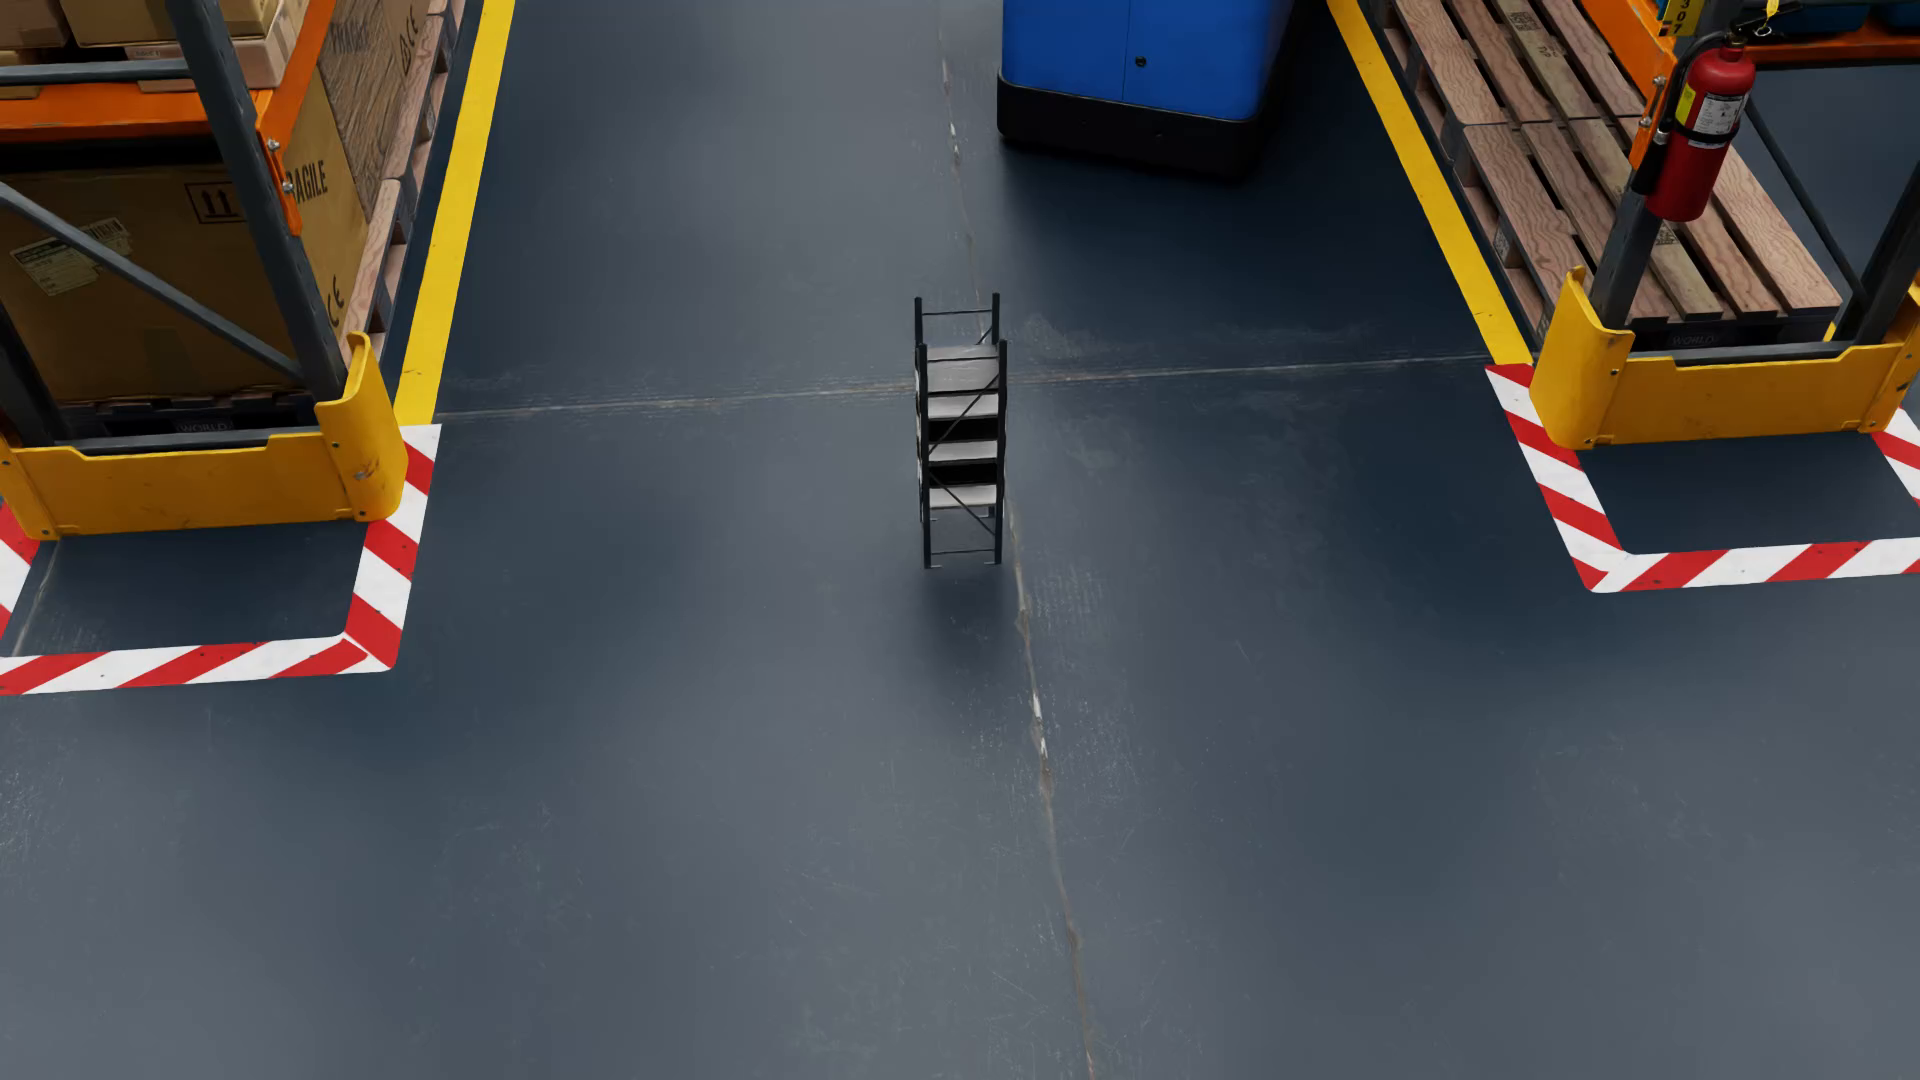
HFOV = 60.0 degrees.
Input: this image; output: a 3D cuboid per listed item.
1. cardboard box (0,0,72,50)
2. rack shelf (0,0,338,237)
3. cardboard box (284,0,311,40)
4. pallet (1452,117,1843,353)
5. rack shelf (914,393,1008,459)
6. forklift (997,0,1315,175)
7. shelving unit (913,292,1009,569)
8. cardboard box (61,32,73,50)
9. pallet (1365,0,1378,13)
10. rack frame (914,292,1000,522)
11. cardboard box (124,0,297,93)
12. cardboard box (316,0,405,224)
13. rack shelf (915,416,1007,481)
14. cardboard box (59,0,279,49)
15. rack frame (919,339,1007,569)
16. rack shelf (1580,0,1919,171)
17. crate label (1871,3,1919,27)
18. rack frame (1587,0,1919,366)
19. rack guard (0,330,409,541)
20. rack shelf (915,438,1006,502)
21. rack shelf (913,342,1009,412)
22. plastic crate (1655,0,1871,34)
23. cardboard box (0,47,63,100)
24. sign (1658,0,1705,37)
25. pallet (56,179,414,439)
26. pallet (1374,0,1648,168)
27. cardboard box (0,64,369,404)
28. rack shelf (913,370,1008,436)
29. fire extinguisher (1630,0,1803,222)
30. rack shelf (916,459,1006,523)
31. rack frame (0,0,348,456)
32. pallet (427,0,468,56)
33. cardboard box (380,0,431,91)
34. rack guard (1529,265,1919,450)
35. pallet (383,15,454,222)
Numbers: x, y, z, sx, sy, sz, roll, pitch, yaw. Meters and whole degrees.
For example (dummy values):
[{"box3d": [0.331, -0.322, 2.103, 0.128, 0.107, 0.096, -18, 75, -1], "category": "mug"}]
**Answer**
[{"box3d": [-2.705, -1.587, 4.586, 0.500, 0.250, 0.500, -4, 47, -4], "category": "cardboard box"}, {"box3d": [-2.568, -2.402, 5.954, 1.077, 0.370, 4.000, -3, 47, -3], "category": "rack shelf"}, {"box3d": [-2.124, -1.578, 4.852, 0.380, 0.149, 0.250, -4, 47, -4], "category": "cardboard box"}, {"box3d": [2.505, -1.143, 6.187, 1.003, 0.211, 1.213, -3, 47, -3], "category": "pallet"}, {"box3d": [0.001, -0.343, 4.877, 0.258, 0.077, 0.200, -3, 47, -3], "category": "rack shelf"}, {"box3d": [1.070, -3.527, 6.571, 1.130, 2.935, 3.031, 13, 48, 12], "category": "forklift"}, {"box3d": [0.001, -0.304, 4.918, 0.258, 0.900, 0.210, -3, 47, -3], "category": "shelving unit"}, {"box3d": [-2.782, -1.541, 4.817, 0.380, 0.149, 0.250, -3, 47, -3], "category": "cardboard box"}, {"box3d": [2.301, -2.909, 7.859, 1.003, 0.211, 1.213, -3, 47, -3], "category": "pallet"}, {"box3d": [-0.008, -0.377, 4.987, 0.240, 0.900, 0.006, -3, 47, -3], "category": "rack frame"}, {"box3d": [-2.101, -1.393, 4.676, 0.380, 0.149, 0.250, -3, 47, -3], "category": "cardboard box"}, {"box3d": [-2.610, -1.732, 5.999, 0.875, 0.875, 0.875, -3, 47, -3], "category": "cardboard box"}, {"box3d": [0.001, -0.281, 4.942, 0.258, 0.077, 0.200, -3, 47, -3], "category": "rack shelf"}, {"box3d": [-2.172, -1.616, 4.613, 0.500, 0.250, 0.500, -5, 47, -4], "category": "cardboard box"}, {"box3d": [0.009, -0.230, 4.848, 0.240, 0.900, 0.006, -3, 47, -3], "category": "rack frame"}, {"box3d": [2.368, -2.703, 6.239, 1.077, 0.370, 4.000, -3, 47, -3], "category": "rack shelf"}, {"box3d": [2.843, -1.665, 4.835, 0.416, 0.233, 0.303, -3, 47, -3], "category": "crate label"}, {"box3d": [2.535, -1.503, 4.608, 1.000, 3.000, 0.127, -3, 47, -3], "category": "rack frame"}, {"box3d": [-2.398, -0.325, 5.214, 1.175, 0.500, 0.348, -3, 47, -3], "category": "rack guard"}, {"box3d": [0.001, -0.219, 5.007, 0.258, 0.077, 0.200, -3, 47, -3], "category": "rack shelf"}, {"box3d": [0.001, -0.466, 4.746, 0.258, 0.077, 0.200, -3, 47, -3], "category": "rack shelf"}, {"box3d": [2.321, -1.767, 4.792, 0.616, 0.435, 0.499, -3, 47, -3], "category": "plastic crate"}, {"box3d": [-2.758, -1.353, 4.639, 0.380, 0.149, 0.250, -3, 47, -3], "category": "cardboard box"}, {"box3d": [1.988, -1.514, 4.506, 0.100, 0.325, 0.005, -3, 47, -3], "category": "sign"}, {"box3d": [-2.545, -0.817, 5.878, 1.003, 0.211, 1.213, -3, 47, -3], "category": "pallet"}, {"box3d": [2.406, -2.024, 7.021, 1.003, 0.211, 1.213, -3, 47, -3], "category": "pallet"}, {"box3d": [-2.534, -1.074, 5.375, 0.875, 0.875, 0.875, -3, 47, -3], "category": "cardboard box"}, {"box3d": [0.001, -0.404, 4.811, 0.258, 0.077, 0.200, -3, 47, -3], "category": "rack shelf"}, {"box3d": [2.095, -1.211, 4.642, 0.296, 0.674, 0.183, -3, 47, -3], "category": "fire extinguisher"}, {"box3d": [0.001, -0.157, 5.073, 0.258, 0.077, 0.200, -3, 47, -3], "category": "rack shelf"}, {"box3d": [-2.400, -1.202, 4.322, 1.000, 3.000, 0.127, -3, 47, -3], "category": "rack frame"}, {"box3d": [-2.750, -2.582, 7.550, 1.003, 0.211, 1.213, -3, 47, -3], "category": "pallet"}, {"box3d": [-2.684, -2.376, 6.609, 0.875, 0.875, 0.875, -3, 47, -3], "category": "cardboard box"}, {"box3d": [2.550, -0.627, 5.499, 1.175, 0.500, 0.348, -3, 47, -3], "category": "rack guard"}, {"box3d": [-2.644, -1.698, 6.712, 1.003, 0.211, 1.213, -3, 47, -3], "category": "pallet"}]
